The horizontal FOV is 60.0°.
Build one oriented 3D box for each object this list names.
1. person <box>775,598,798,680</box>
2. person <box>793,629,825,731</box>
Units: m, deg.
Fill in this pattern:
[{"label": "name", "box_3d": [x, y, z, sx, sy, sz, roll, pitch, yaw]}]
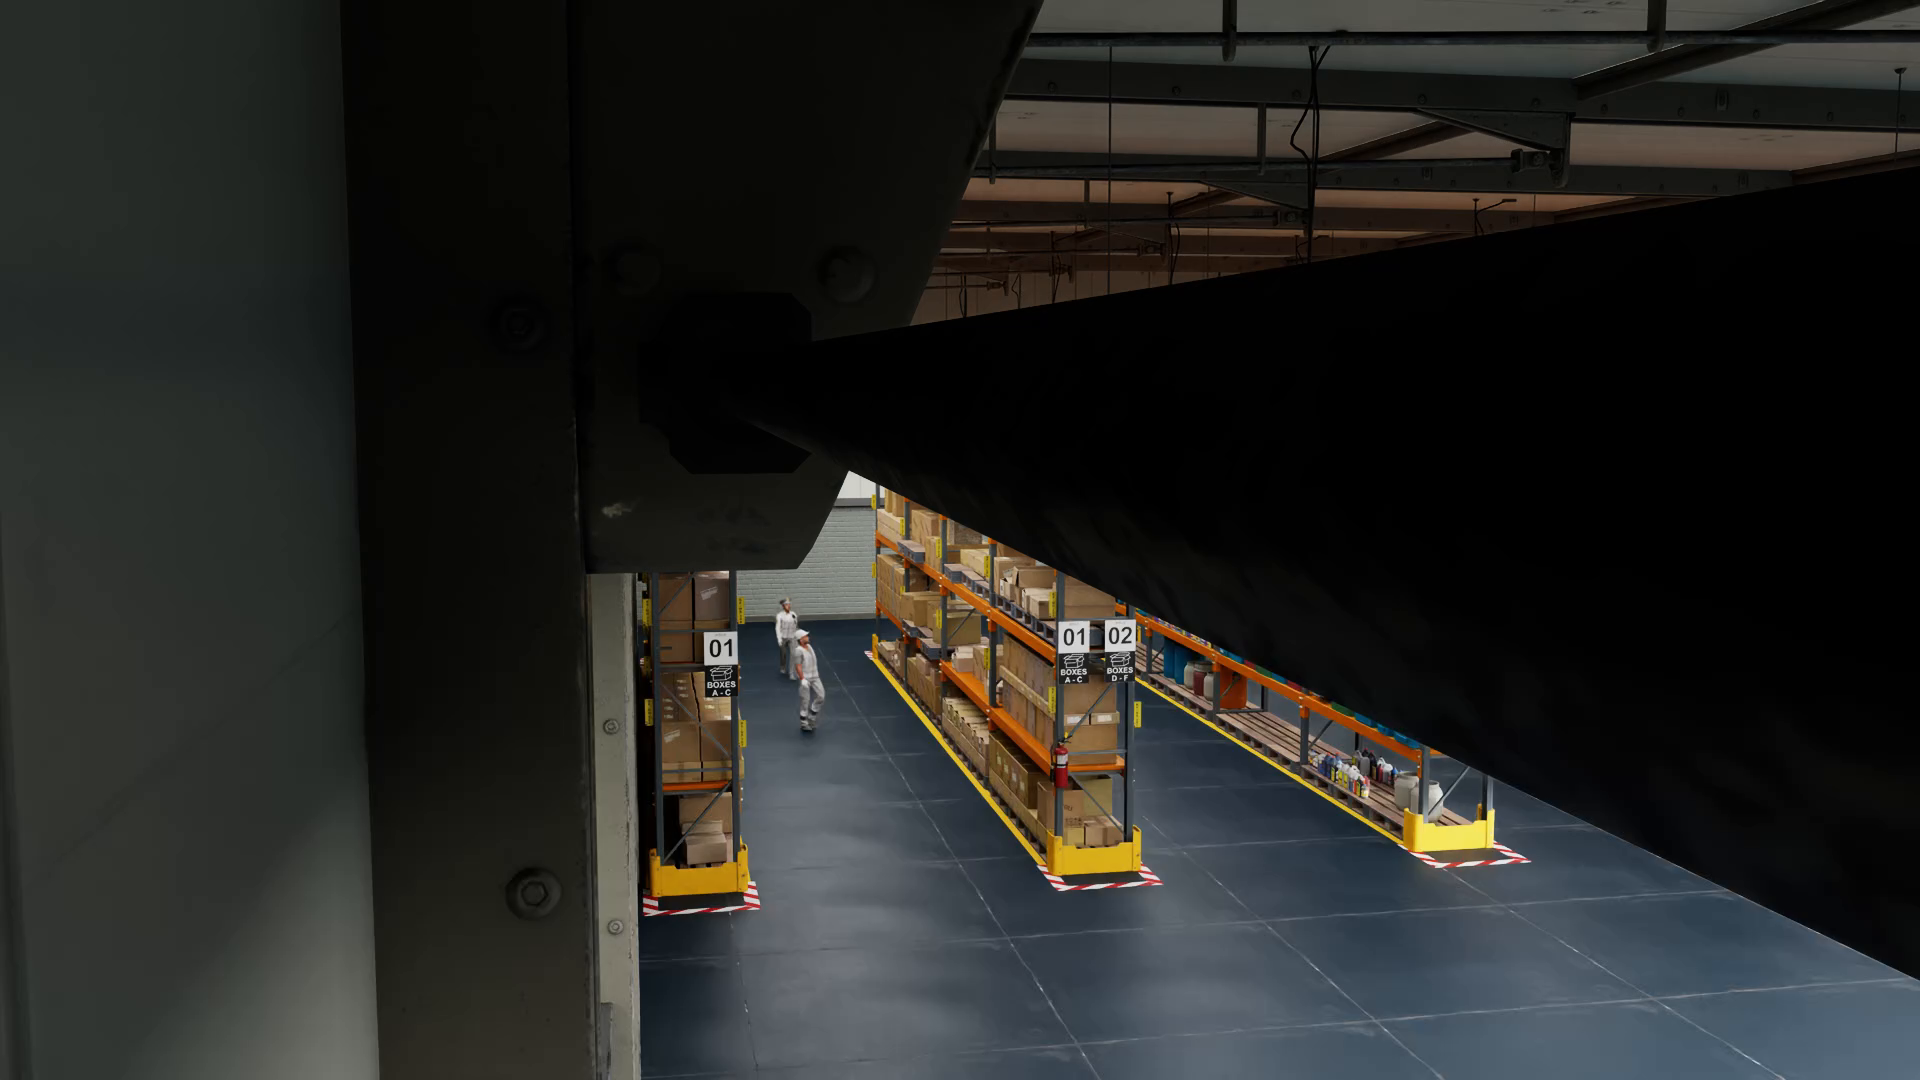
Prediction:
[{"label": "person", "box_3d": [-3.545, 2.011, 34.112, 0.492, 1.639, 0.979, -1, 6, -8]}, {"label": "person", "box_3d": [-2.647, 2.466, 29.243, 0.615, 1.798, 0.550, -5, 8, -41]}]
